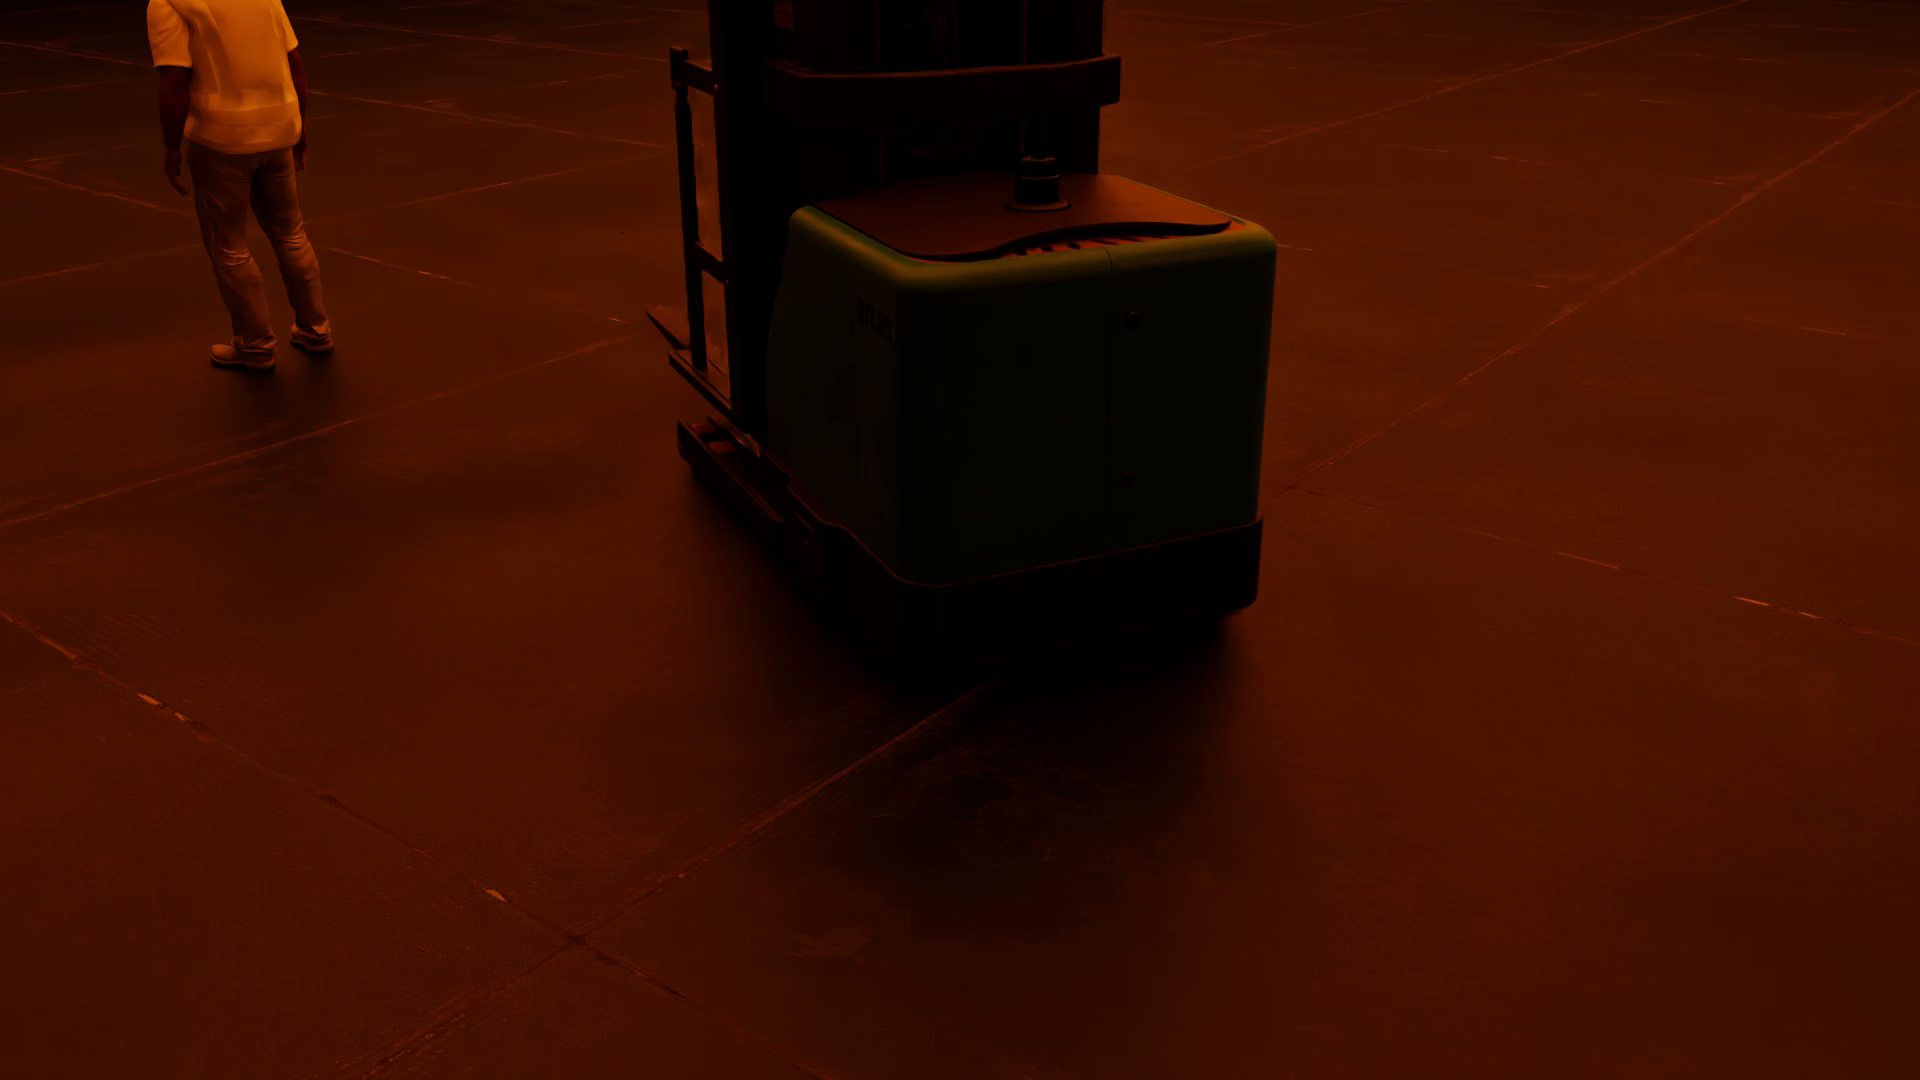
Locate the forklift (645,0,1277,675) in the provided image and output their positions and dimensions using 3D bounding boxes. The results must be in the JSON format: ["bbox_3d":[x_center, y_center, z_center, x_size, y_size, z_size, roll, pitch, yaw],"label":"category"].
[{"bbox_3d":[-0.287,-1.567,4.944,1.130,2.935,3.031,-11,26,-23],"label":"forklift"}]

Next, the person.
[{"bbox_3d":[-2.771,-1.540,6.360,0.462,1.759,0.627,14,27,30],"label":"person"}]
